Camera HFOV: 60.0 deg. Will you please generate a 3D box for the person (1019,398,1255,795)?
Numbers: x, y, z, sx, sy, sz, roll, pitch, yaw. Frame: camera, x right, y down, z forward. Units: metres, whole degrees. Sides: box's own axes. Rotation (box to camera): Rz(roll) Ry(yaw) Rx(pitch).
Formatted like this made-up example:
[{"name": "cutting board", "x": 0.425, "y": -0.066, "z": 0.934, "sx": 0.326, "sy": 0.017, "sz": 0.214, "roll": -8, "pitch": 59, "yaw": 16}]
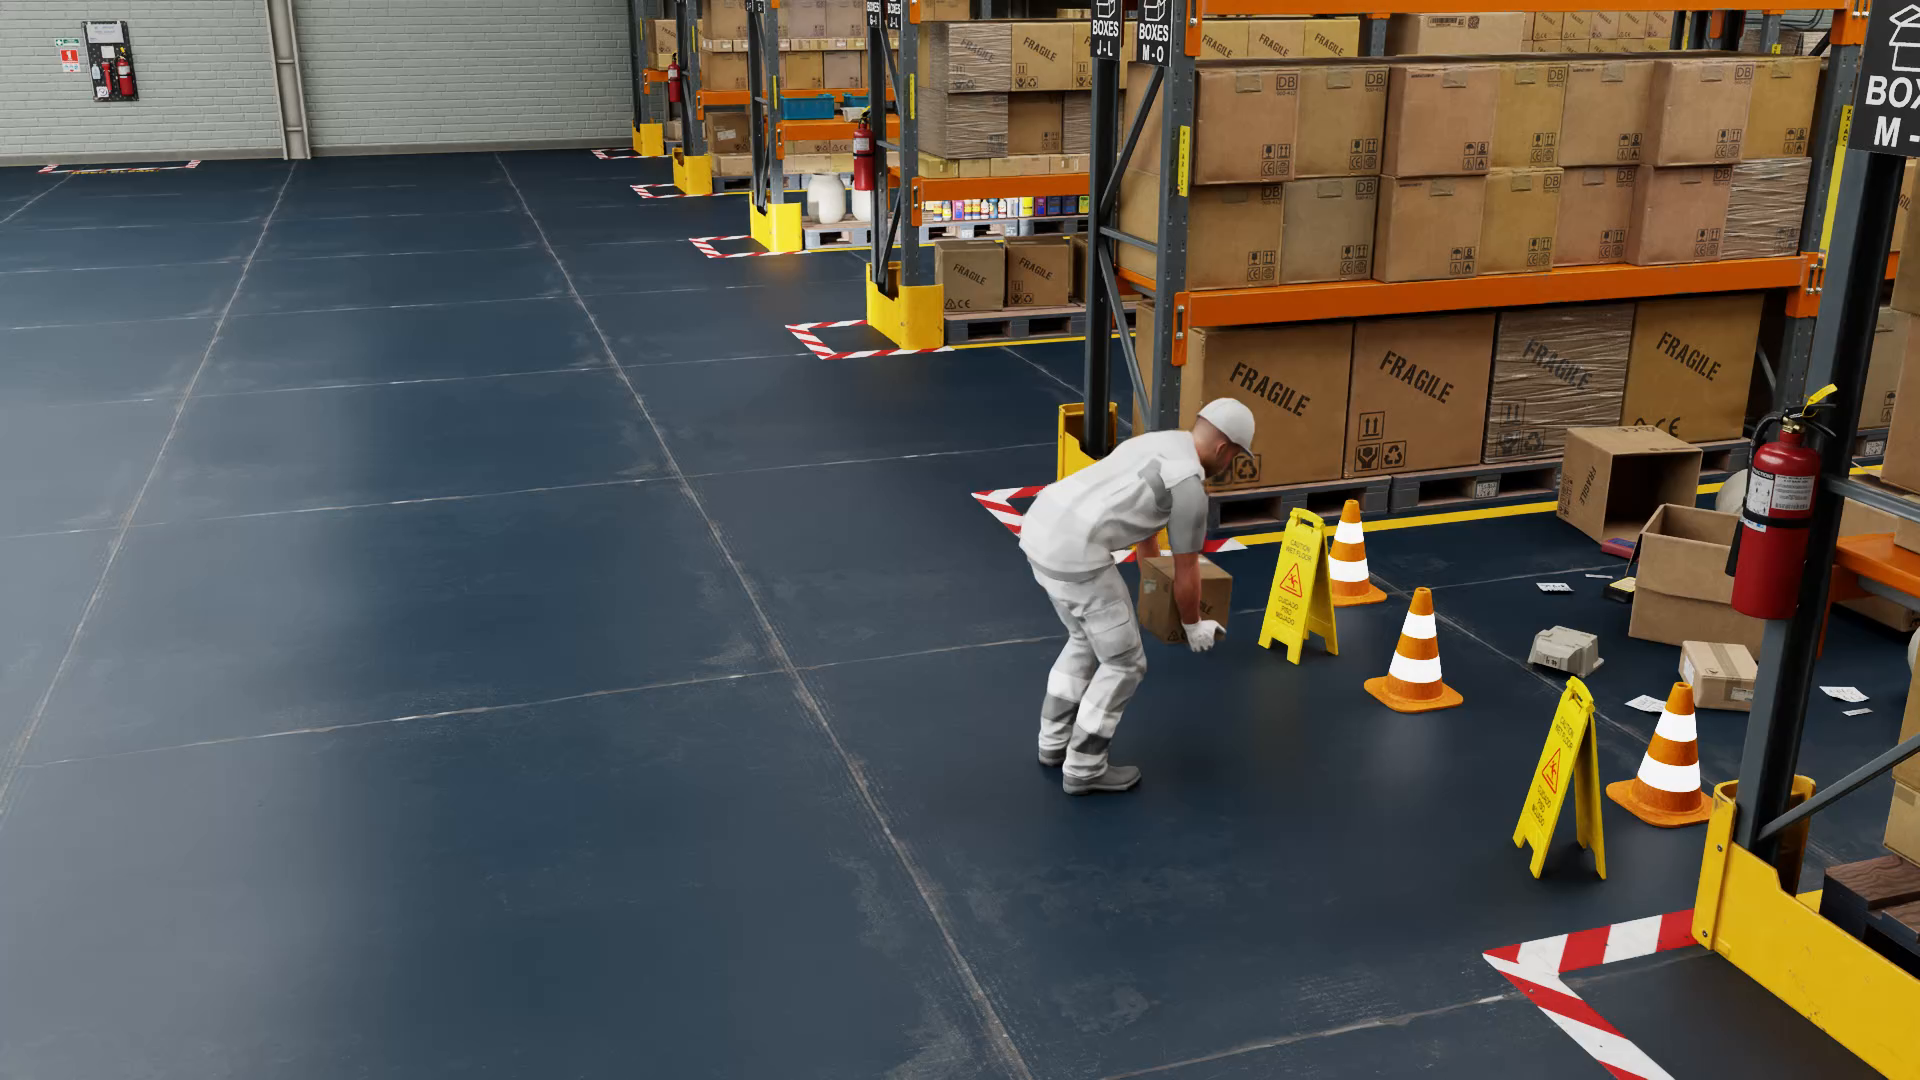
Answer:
[{"name": "person", "x": 0.657, "y": 0.189, "z": 6.083, "sx": 0.888, "sy": 1.392, "sz": 0.498, "roll": -7, "pitch": 20, "yaw": -19}]
